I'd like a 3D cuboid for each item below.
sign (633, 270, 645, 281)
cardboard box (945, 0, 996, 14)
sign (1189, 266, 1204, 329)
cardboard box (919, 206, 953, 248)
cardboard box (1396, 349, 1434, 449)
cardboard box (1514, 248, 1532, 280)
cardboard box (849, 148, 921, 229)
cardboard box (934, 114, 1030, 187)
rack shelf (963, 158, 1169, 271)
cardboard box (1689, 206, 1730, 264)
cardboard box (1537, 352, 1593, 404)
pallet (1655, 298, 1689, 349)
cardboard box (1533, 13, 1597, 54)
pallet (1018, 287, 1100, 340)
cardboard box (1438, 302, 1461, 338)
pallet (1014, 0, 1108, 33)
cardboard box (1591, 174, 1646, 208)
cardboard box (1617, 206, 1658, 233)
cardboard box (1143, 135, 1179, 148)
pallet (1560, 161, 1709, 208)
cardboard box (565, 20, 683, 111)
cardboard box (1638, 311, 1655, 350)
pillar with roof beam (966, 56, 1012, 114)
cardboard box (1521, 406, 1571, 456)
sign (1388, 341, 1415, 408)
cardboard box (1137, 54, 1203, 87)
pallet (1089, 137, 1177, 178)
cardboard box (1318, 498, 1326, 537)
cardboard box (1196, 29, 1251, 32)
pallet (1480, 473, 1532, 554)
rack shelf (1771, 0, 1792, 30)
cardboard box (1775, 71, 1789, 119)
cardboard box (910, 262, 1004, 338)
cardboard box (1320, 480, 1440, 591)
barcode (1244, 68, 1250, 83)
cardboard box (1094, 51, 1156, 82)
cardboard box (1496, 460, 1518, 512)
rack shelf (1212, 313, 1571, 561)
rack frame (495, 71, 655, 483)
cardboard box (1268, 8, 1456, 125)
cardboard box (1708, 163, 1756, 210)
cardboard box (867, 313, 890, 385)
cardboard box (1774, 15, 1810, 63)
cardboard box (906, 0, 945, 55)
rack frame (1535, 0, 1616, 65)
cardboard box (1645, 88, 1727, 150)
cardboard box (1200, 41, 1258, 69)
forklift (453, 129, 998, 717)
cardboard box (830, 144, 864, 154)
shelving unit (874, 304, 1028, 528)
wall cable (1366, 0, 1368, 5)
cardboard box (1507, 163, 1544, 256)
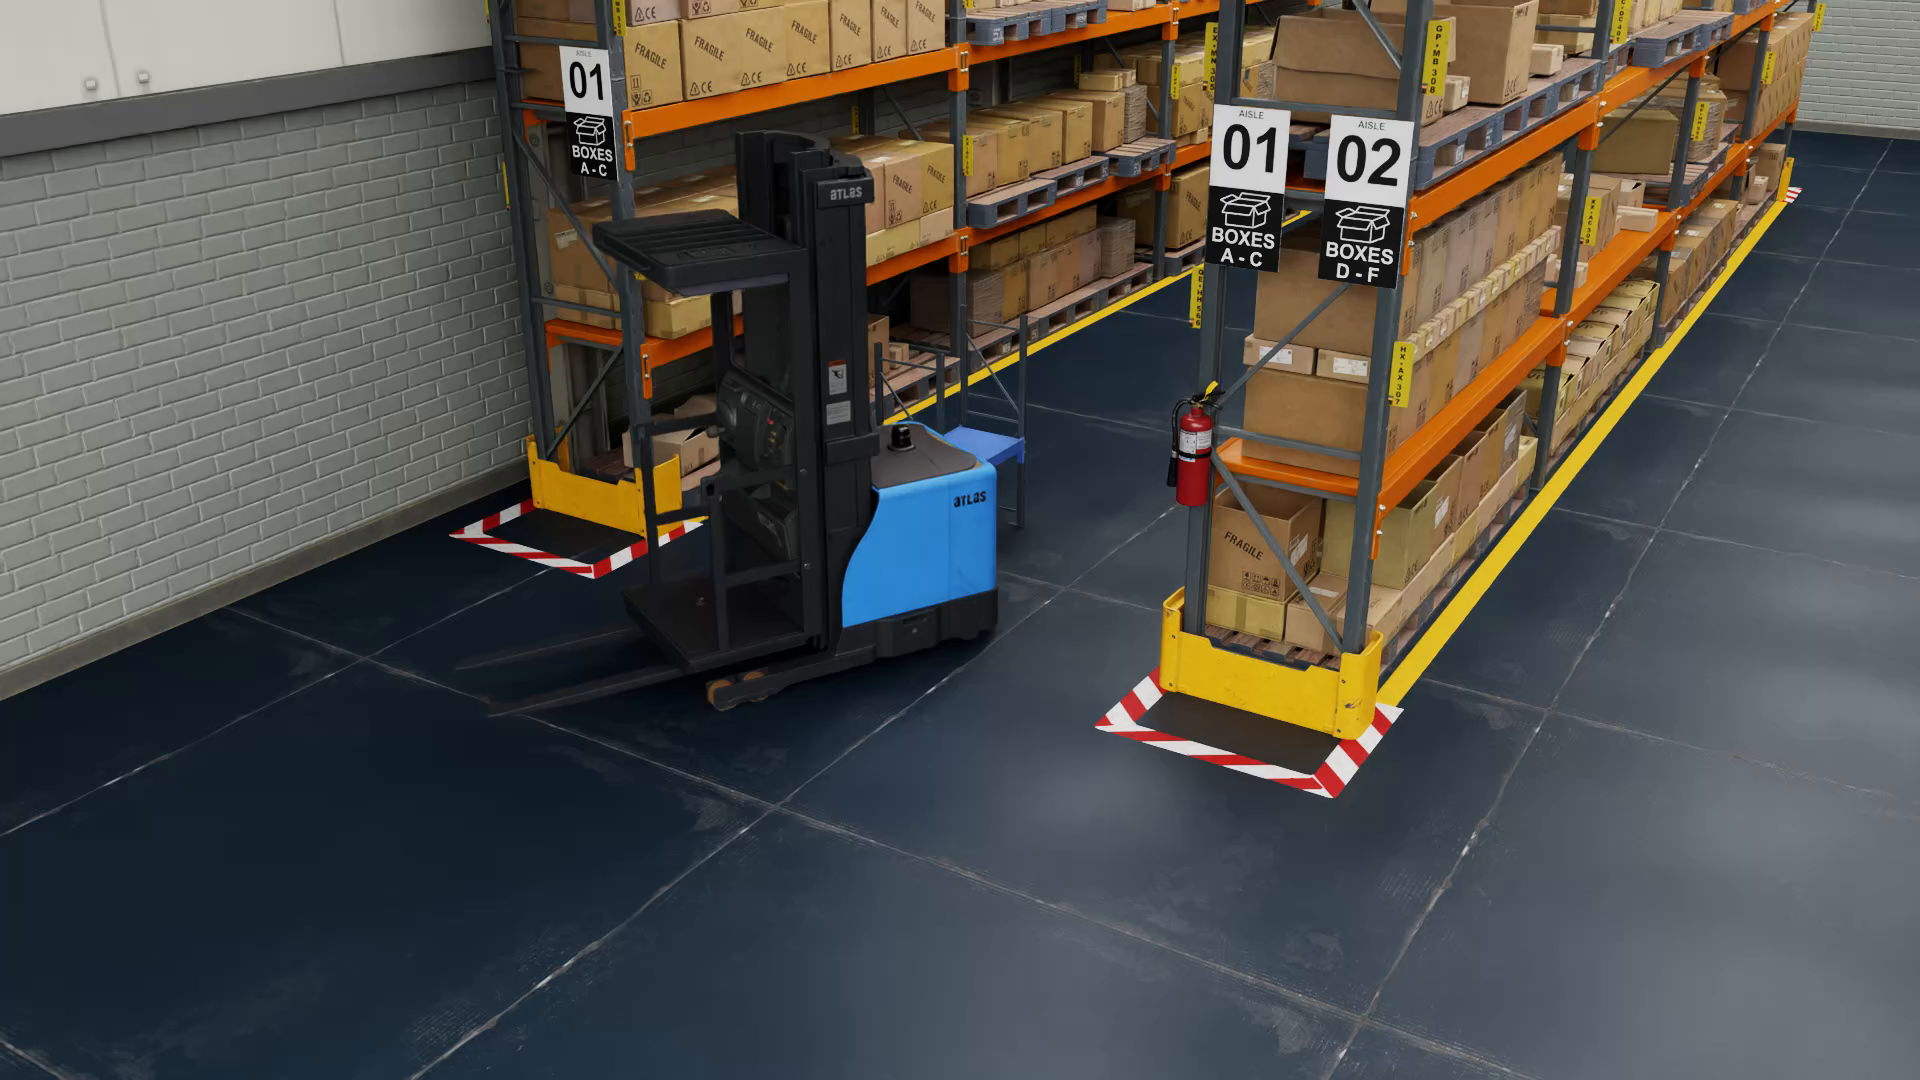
[{"bbox_3d":[-2.053,-1.817,10.581,0.100,0.325,0.005,14,27,29],"label":"sign"},{"bbox_3d":[-0.048,-4.666,13.823,0.500,0.500,0.500,18,30,36],"label":"cardboard box"},{"bbox_3d":[1.243,-1.255,8.617,0.100,0.325,0.005,14,27,29],"label":"sign"},{"bbox_3d":[-0.397,-2.600,13.644,0.500,0.250,0.500,14,27,29],"label":"cardboard box"},{"bbox_3d":[2.226,-0.875,9.370,0.700,0.500,0.500,15,27,30],"label":"cardboard box"},{"bbox_3d":[3.439,-1.792,10.672,0.380,0.149,0.250,14,27,29],"label":"cardboard box"},{"bbox_3d":[-0.649,-2.774,13.101,0.500,0.500,0.500,14,27,29],"label":"cardboard box"},{"bbox_3d":[0.194,-3.483,14.840,0.700,0.500,0.500,17,29,34],"label":"cardboard box"},{"bbox_3d":[0.651,-3.228,15.837,1.077,0.370,4.000,14,27,29],"label":"rack shelf"},{"bbox_3d":[7.741,-3.209,17.481,0.500,0.500,0.500,14,27,29],"label":"cardboard box"},{"bbox_3d":[4.504,-1.290,12.680,0.500,0.311,0.500,14,27,28],"label":"cardboard box"},{"bbox_3d":[6.342,-2.161,15.976,1.003,0.211,1.213,14,27,29],"label":"pallet"},{"bbox_3d":[4.139,-3.553,11.566,0.500,0.250,0.500,17,29,34],"label":"cardboard box"},{"bbox_3d":[0.648,-2.280,16.251,1.003,0.211,1.213,14,27,29],"label":"pallet"},{"bbox_3d":[2.629,-1.276,9.479,0.380,0.149,0.250,13,27,27],"label":"cardboard box"},{"bbox_3d":[0.556,-4.710,14.816,1.213,0.211,1.003,14,27,29],"label":"pallet"},{"bbox_3d":[5.687,-3.042,14.613,0.500,0.311,0.500,16,28,32],"label":"cardboard box"},{"bbox_3d":[5.677,-2.720,14.073,0.380,0.149,0.250,14,27,29],"label":"cardboard box"},{"bbox_3d":[2.076,-4.190,17.443,0.380,0.149,0.250,13,27,28],"label":"cardboard box"},{"bbox_3d":[6.214,-3.352,15.458,1.213,0.211,1.003,14,27,29],"label":"pallet"},{"bbox_3d":[-2.125,-3.025,10.536,0.500,0.500,0.500,15,27,30],"label":"cardboard box"},{"bbox_3d":[5.846,-1.899,14.792,0.500,0.250,0.500,15,27,30],"label":"cardboard box"},{"bbox_3d":[3.943,-5.827,13.382,9.100,9.000,0.400,14,27,29],"label":"pillar with roof beam"},{"bbox_3d":[4.229,-0.861,12.397,0.500,0.250,0.500,13,27,28],"label":"cardboard box"},{"bbox_3d":[2.165,-0.812,8.160,0.100,0.325,0.005,14,27,29],"label":"sign"},{"bbox_3d":[2.180,-4.878,17.273,0.500,0.250,0.500,15,27,30],"label":"cardboard box"},{"bbox_3d":[1.420,-3.882,16.684,1.213,0.211,1.003,14,27,29],"label":"pallet"},{"bbox_3d":[2.241,-0.355,10.283,0.500,0.500,0.500,14,27,29],"label":"cardboard box"},{"bbox_3d":[3.081,-5.840,19.496,0.500,0.250,0.500,14,27,30],"label":"cardboard box"},{"bbox_3d":[3.351,-0.307,11.694,1.003,0.211,1.213,14,27,29],"label":"pallet"},{"bbox_3d":[9.081,-6.268,19.083,1.077,0.370,4.000,14,27,29],"label":"rack shelf"},{"bbox_3d":[9.327,-5.221,19.409,0.500,0.500,0.500,13,27,28],"label":"cardboard box"},{"bbox_3d":[-0.030,-2.190,15.125,0.700,0.500,0.500,15,28,31],"label":"cardboard box"},{"bbox_3d":[2.430,-0.075,9.636,0.500,0.500,0.500,14,27,29],"label":"cardboard box"},{"bbox_3d":[1.446,-2.342,8.378,0.001,0.075,0.075,14,27,29],"label":"barcode"},{"bbox_3d":[1.725,-4.976,17.500,0.500,0.250,0.500,15,27,30],"label":"cardboard box"},{"bbox_3d":[3.475,-0.408,11.350,0.500,0.250,0.500,14,27,29],"label":"cardboard box"},{"bbox_3d":[2.751,-0.841,10.323,1.077,0.370,4.000,14,27,29],"label":"rack shelf"},{"bbox_3d":[-2.514,-1.533,11.016,1.000,3.000,0.127,14,27,29],"label":"rack frame"},{"bbox_3d":[2.003,-2.370,8.339,0.797,0.503,0.637,16,28,33],"label":"cardboard box"},{"bbox_3d":[9.013,-4.238,19.852,0.797,0.503,0.637,14,27,29],"label":"cardboard box"},{"bbox_3d":[-0.918,-1.579,13.715,0.500,0.500,0.500,12,26,25],"label":"cardboard box"},{"bbox_3d":[9.869,-6.023,20.002,0.500,0.500,0.500,15,27,30],"label":"cardboard box"},{"bbox_3d":[-0.462,-4.092,12.999,0.500,0.500,0.500,15,27,30],"label":"cardboard box"},{"bbox_3d":[3.806,-4.599,10.547,1.000,3.000,0.127,14,27,29],"label":"rack frame"},{"bbox_3d":[7.147,-4.176,16.466,0.700,0.500,0.500,7,24,16],"label":"cardboard box"},{"bbox_3d":[2.972,-5.393,18.462,0.500,0.250,0.500,13,27,28],"label":"cardboard box"},{"bbox_3d":[-1.305,-0.650,9.061,3.031,2.935,1.130,-13,27,-28],"label":"forklift"},{"bbox_3d":[-1.106,-2.879,13.344,0.500,0.500,0.500,14,27,29],"label":"cardboard box"},{"bbox_3d":[-0.045,-0.659,10.886,0.538,1.500,1.048,14,27,29],"label":"shelving unit"},{"bbox_3d":[5.798,-8.030,24.744,0.084,1.984,1.851,14,27,29],"label":"wall cable"},{"bbox_3d":[3.312,-2.166,10.718,0.700,0.500,0.500,14,27,29],"label":"cardboard box"}]
